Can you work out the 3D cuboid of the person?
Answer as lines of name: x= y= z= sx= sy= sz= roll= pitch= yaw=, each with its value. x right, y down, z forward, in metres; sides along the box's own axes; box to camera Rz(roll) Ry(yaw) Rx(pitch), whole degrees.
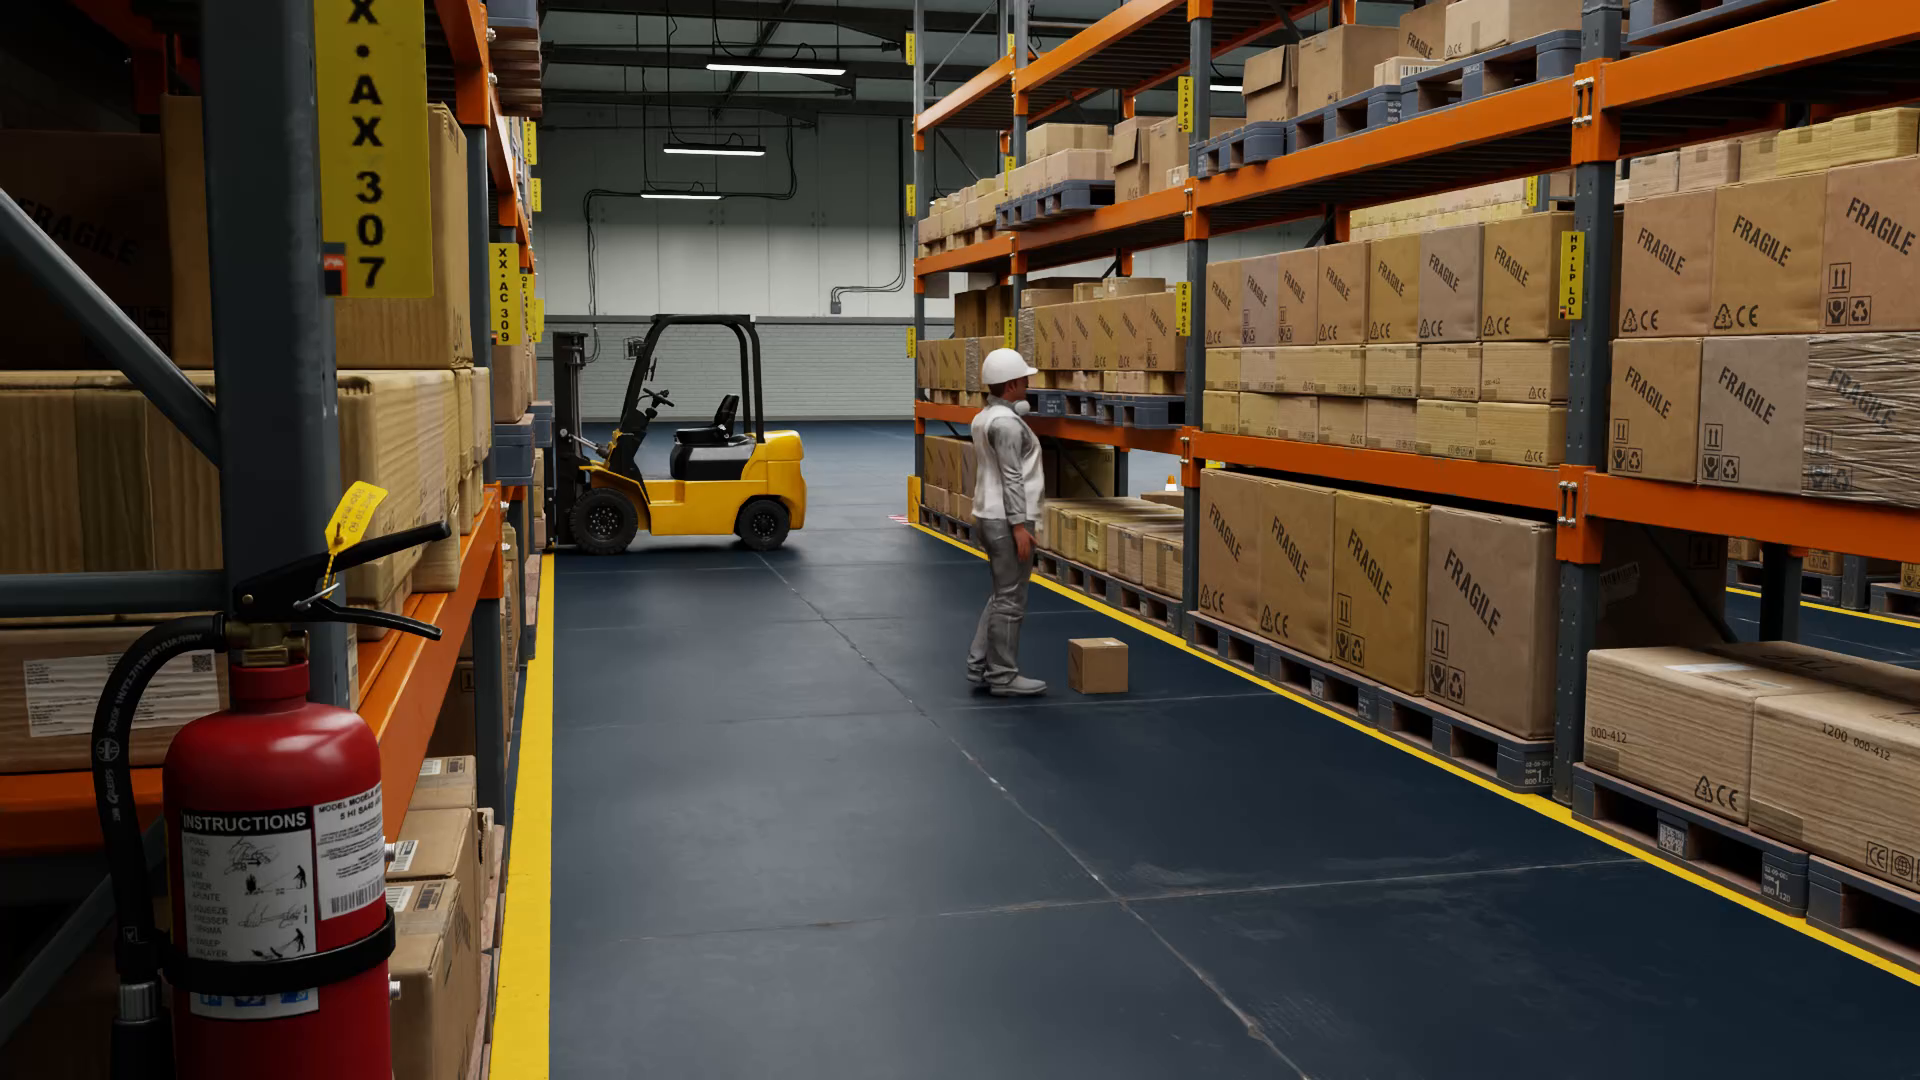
person: x=0.241 y=-0.092 z=8.591 sx=0.381 sy=1.781 sz=0.545 roll=-1 pitch=6 yaw=-13
